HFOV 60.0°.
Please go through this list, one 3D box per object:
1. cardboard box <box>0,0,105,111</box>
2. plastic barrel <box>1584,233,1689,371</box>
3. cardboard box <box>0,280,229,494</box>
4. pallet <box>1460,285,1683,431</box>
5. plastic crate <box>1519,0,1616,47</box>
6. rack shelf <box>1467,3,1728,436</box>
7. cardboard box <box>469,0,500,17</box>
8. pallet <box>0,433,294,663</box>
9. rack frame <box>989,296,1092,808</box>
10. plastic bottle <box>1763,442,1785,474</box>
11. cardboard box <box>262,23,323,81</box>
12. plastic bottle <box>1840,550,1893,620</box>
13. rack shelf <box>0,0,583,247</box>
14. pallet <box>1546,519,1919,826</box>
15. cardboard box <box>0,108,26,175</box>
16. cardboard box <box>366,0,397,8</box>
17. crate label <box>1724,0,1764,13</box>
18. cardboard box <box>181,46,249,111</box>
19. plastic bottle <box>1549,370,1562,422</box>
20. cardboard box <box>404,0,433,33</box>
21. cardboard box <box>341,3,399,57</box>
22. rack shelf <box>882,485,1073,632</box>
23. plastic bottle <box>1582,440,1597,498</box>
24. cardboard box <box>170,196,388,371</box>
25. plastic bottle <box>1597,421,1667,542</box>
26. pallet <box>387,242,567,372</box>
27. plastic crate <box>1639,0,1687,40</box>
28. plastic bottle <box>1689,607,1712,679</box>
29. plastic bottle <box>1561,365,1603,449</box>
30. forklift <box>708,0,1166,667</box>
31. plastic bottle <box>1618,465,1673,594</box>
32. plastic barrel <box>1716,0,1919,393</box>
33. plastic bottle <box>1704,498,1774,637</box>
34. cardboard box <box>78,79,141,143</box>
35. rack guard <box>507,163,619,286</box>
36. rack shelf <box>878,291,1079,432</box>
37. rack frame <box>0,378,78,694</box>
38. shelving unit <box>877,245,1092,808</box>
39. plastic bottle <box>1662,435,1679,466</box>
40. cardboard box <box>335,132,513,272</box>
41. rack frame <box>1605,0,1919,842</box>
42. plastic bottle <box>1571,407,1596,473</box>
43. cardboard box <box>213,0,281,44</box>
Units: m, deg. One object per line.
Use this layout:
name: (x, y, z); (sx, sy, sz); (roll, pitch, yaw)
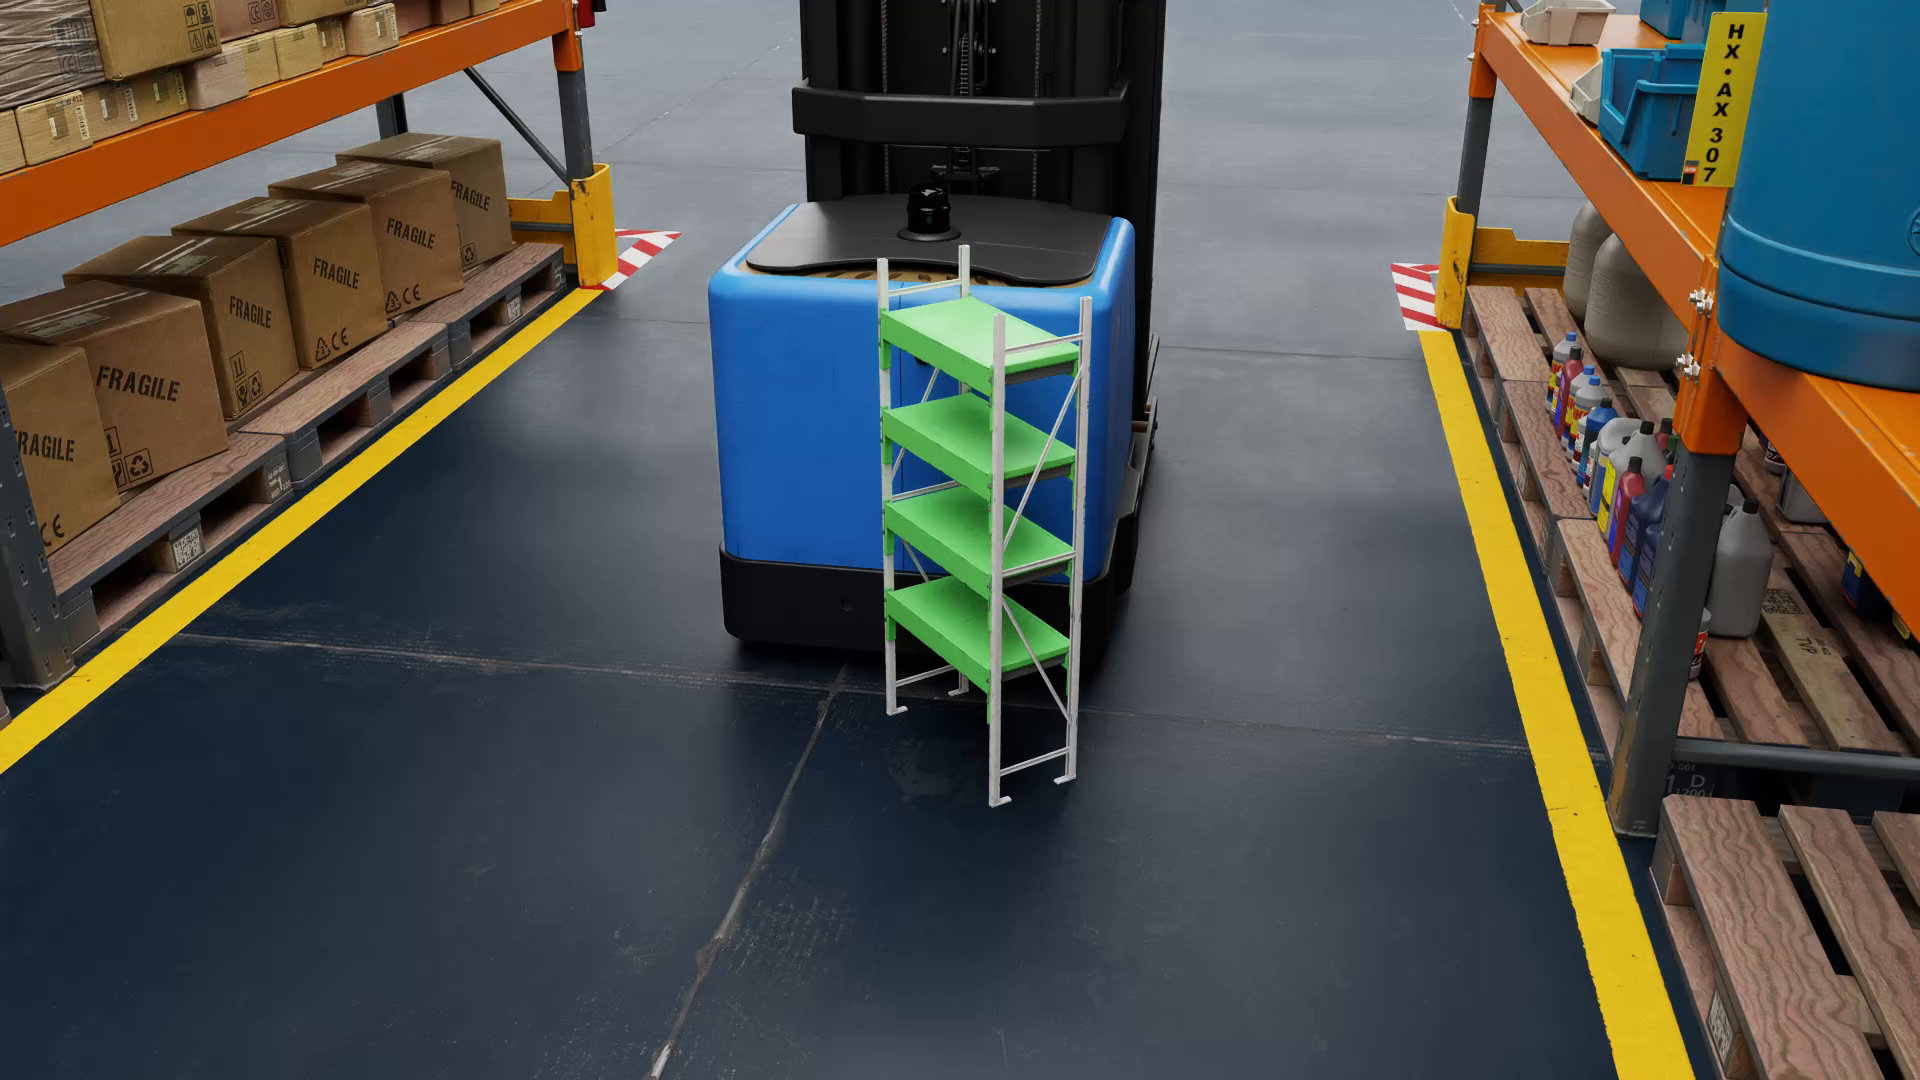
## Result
cardboard box: (-2.753, -1.377, 4.184); (0.875, 0.500, 0.500); (4, 25, 9)
plastic barrel: (2.539, -0.916, 6.107); (0.421, 0.512, 0.421); (0, 25, 0)
cardboard box: (-2.696, -0.475, 5.181); (0.500, 0.500, 0.500); (13, 28, 25)
pallet: (2.549, -0.705, 6.507); (1.003, 0.211, 1.213); (4, 25, 9)
plastic crate: (2.189, -1.871, 6.020); (0.298, 0.136, 0.250); (4, 25, 9)
rack shelf: (2.326, -1.180, 5.082); (1.077, 0.370, 4.000); (4, 25, 9)
cardboard box: (-2.108, -2.226, 6.763); (0.380, 0.149, 0.250); (4, 25, 9)
pallet: (-2.812, -0.033, 5.072); (1.003, 0.211, 1.213); (4, 25, 9)
rack frame: (0.174, 0.056, 3.714); (0.240, 1.200, 0.015); (-15, 29, -29)
plastic bottle: (2.568, -0.315, 5.167); (0.097, 0.201, 0.097); (0, 25, 0)
cardboard box: (-2.323, -1.596, 5.418); (0.380, 0.149, 0.250); (4, 25, 9)
plastic bottle: (2.398, 0.012, 4.292); (0.144, 0.351, 0.185); (4, 25, 9)
rack shelf: (-2.560, -1.523, 5.815); (1.077, 0.370, 4.000); (4, 25, 9)
pallet: (2.150, 0.315, 4.327); (1.003, 0.211, 1.213); (4, 25, 9)
cardboard box: (-2.555, -0.968, 4.076); (0.380, 0.149, 0.250); (4, 25, 9)
cardboard box: (-2.438, -2.214, 5.973); (0.875, 0.500, 0.500); (4, 25, 9)
crate label: (2.619, -1.570, 5.024); (0.502, 0.435, 0.616); (4, 25, 9)
cardboard box: (-2.375, -1.385, 4.967); (0.380, 0.149, 0.250); (4, 25, 9)
plastic bottle: (2.032, -0.494, 5.550); (0.097, 0.201, 0.097); (0, 25, 0)
cardboard box: (-2.246, -2.021, 6.325); (0.380, 0.149, 0.250); (4, 25, 9)
cardboard box: (-2.218, -1.804, 5.862); (0.380, 0.149, 0.250); (4, 25, 9)
rack shelf: (0.045, 0.026, 3.929); (0.258, 0.148, 0.480); (-15, 29, -29)
plastic bottle: (1.927, -0.225, 4.975); (0.097, 0.201, 0.097); (0, 25, 0)
cardboard box: (-2.537, -0.971, 6.239); (0.500, 0.500, 0.500); (6, 26, 13)
plastic bottle: (1.904, -0.174, 4.689); (0.144, 0.351, 0.185); (4, 25, 8)
pallet: (-2.414, -1.054, 7.252); (1.003, 0.211, 1.213); (4, 25, 9)
plastic crate: (2.866, -2.045, 6.256); (0.499, 0.251, 0.616); (4, 25, 9)
plastic bottle: (1.751, 0.225, 4.012); (0.097, 0.201, 0.097); (0, 25, 0)
plastic bottle: (1.993, -0.426, 5.321); (0.097, 0.271, 0.097); (0, 25, 0)
forklift: (0.106, -1.591, 5.191); (1.130, 2.935, 3.031); (4, 25, 9)
plastic bottle: (1.851, -0.039, 4.400); (0.144, 0.351, 0.185); (3, 25, 6)
plastic barrel: (1.637, -0.756, 2.736); (0.600, 0.901, 0.708); (4, 25, 9)
plastic bottle: (1.962, 0.052, 4.207); (0.144, 0.351, 0.185); (4, 25, 9)
cardboard box: (-2.488, -1.178, 4.525); (0.380, 0.149, 0.250); (4, 25, 9)
rack guard: (-2.246, -1.522, 7.911); (1.175, 0.500, 0.348); (4, 25, 9)
rack shelf: (0.045, -0.408, 3.725); (0.258, 0.148, 0.480); (-15, 29, -29)
rack frame: (-2.887, -1.013, 3.875); (1.000, 3.000, 0.127); (4, 25, 9)
shelving unit: (0.045, -0.031, 3.902); (0.258, 1.200, 0.503); (-15, 29, -29)
plastic bottle: (2.009, -0.147, 4.711); (0.061, 0.283, 0.133); (4, 25, 9)
cardboard box: (-2.352, -1.484, 7.335); (0.500, 0.500, 0.500); (9, 27, 18)
rack frame: (1.999, -0.670, 3.142); (1.000, 3.000, 0.127); (4, 25, 9)
plastic bottle: (1.961, -0.311, 5.158); (0.097, 0.201, 0.097); (0, 25, 0)
cardboard box: (-2.654, -1.799, 5.087); (0.875, 0.500, 0.500); (4, 25, 9)
